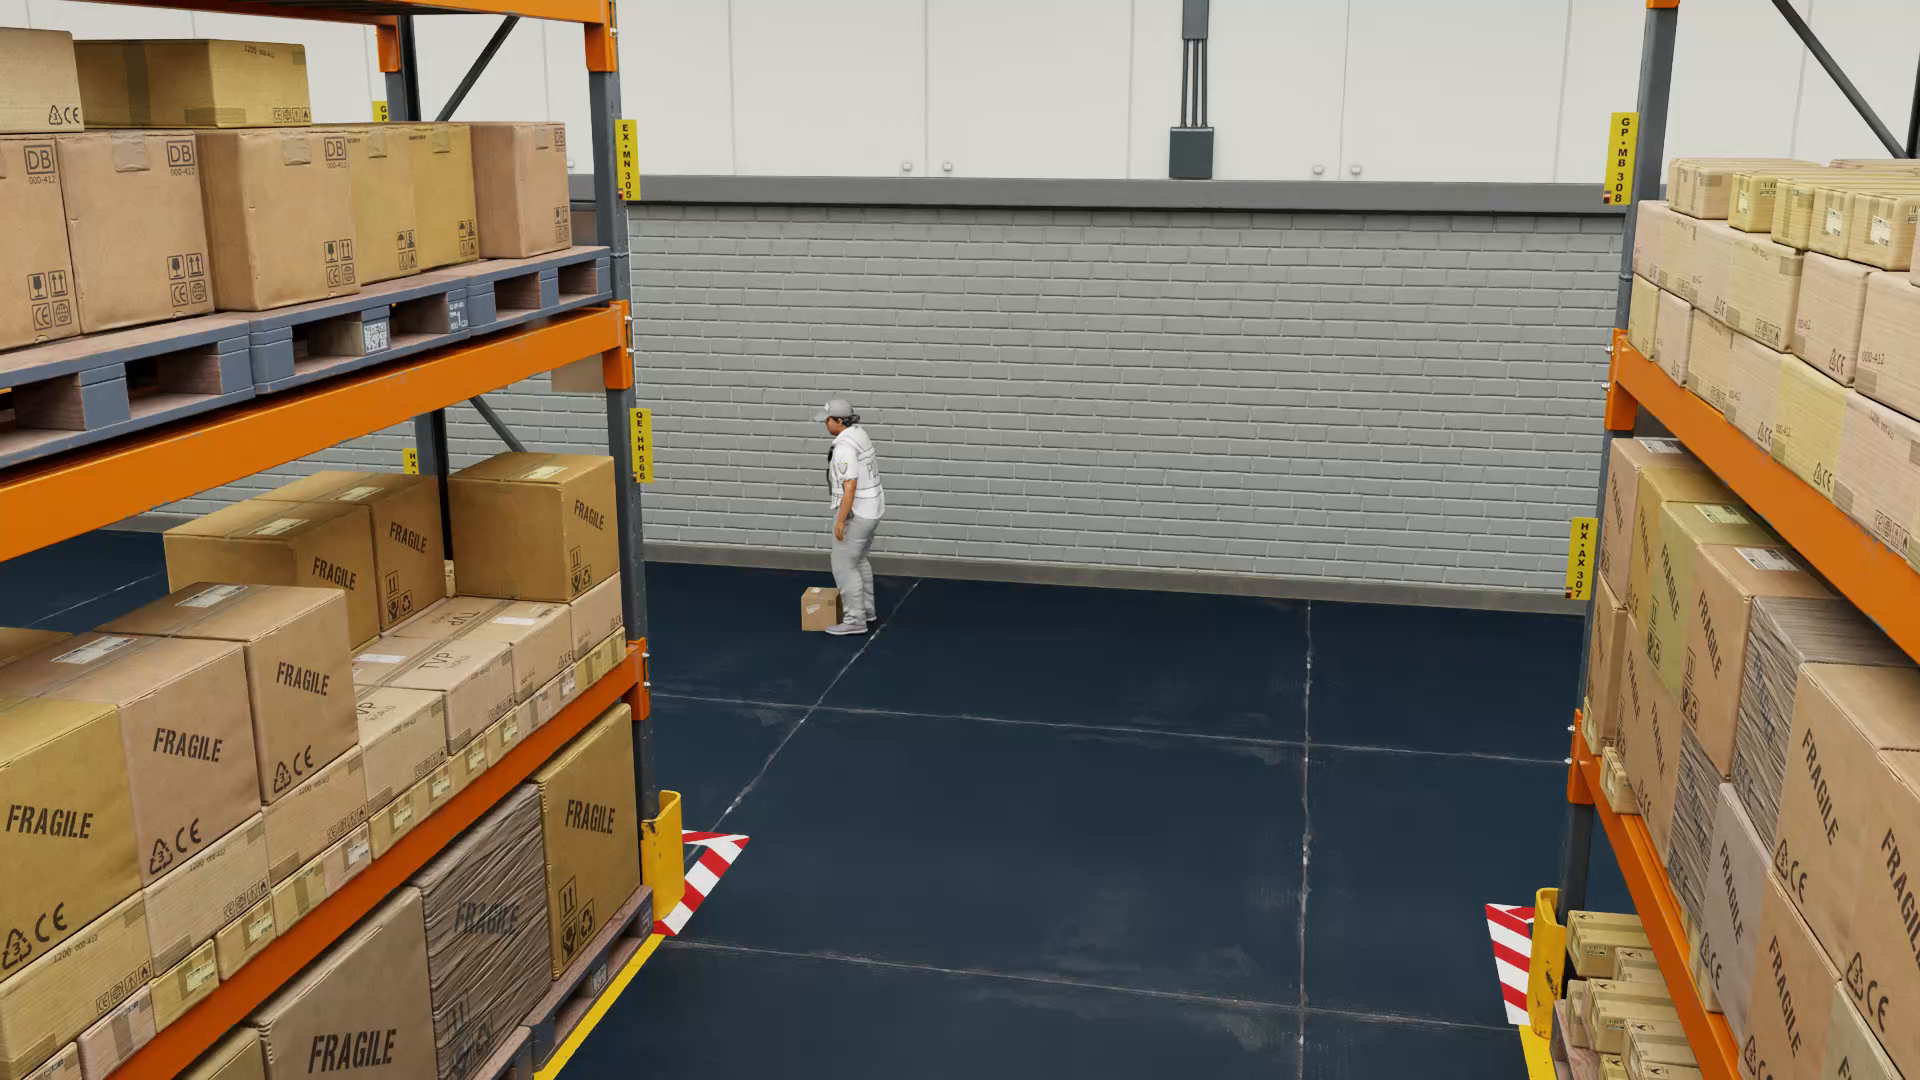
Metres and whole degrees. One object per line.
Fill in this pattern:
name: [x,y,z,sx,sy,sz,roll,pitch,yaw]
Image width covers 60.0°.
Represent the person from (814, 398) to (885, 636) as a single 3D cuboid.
person: [-0.780,-0.178,11.677,0.458,1.666,0.551,3,15,10]
